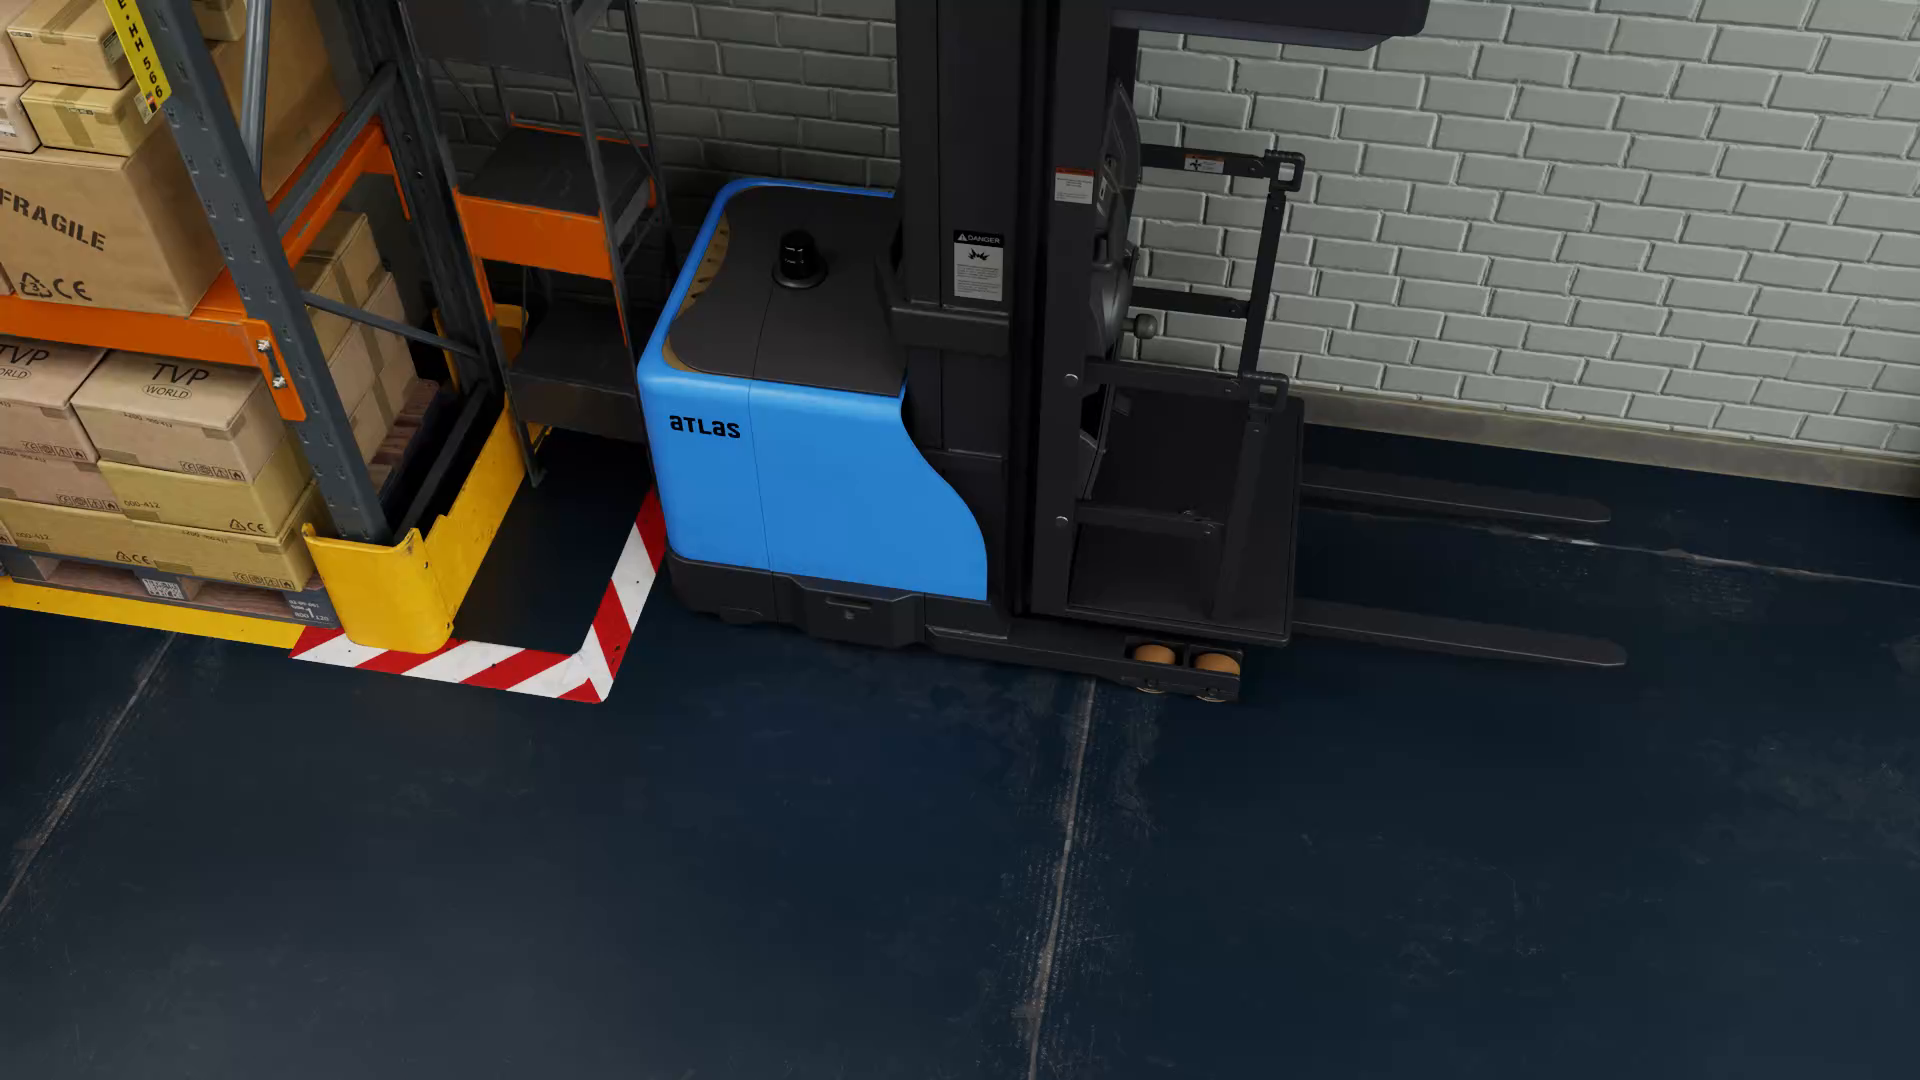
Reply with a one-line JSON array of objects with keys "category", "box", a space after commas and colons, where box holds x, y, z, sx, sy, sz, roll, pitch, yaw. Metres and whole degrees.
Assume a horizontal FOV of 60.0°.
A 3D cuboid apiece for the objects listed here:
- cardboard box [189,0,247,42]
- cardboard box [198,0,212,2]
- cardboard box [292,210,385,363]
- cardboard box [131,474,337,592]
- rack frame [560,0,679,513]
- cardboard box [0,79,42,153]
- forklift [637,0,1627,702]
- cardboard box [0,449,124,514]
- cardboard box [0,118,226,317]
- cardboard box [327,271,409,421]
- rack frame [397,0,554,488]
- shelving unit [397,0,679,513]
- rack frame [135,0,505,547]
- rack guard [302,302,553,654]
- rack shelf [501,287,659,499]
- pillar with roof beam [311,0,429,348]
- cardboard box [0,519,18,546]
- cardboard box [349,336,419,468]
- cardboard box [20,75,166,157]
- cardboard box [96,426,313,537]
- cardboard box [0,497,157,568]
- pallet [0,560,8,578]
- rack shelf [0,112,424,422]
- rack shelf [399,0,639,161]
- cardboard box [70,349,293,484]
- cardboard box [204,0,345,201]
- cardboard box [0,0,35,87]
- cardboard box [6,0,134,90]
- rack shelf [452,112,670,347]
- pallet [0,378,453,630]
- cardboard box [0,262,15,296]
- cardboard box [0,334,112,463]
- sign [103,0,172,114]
[{"category": "cardboard box", "box": [-2.071, -1.562, 4.634, 0.250, 0.149, 0.380, 7, 48, 6]}, {"category": "cardboard box", "box": [-2.076, -1.627, 4.492, 0.250, 0.149, 0.380, 7, 48, 6]}, {"category": "cardboard box", "box": [-2.223, -0.835, 5.377, 0.500, 0.250, 0.500, 7, 48, 6]}, {"category": "cardboard box", "box": [-2.302, -0.129, 5.416, 0.500, 0.250, 0.500, 8, 49, 7]}, {"category": "rack frame", "box": [-0.993, -0.939, 5.181, 0.015, 2.100, 0.400, 11, 49, 10]}, {"category": "cardboard box", "box": [-2.431, -1.180, 4.290, 0.250, 0.149, 0.380, 8, 49, 7]}, {"category": "forklift", "box": [0.618, -0.896, 4.584, 3.031, 2.935, 1.130, 8, 49, 7]}, {"category": "cardboard box", "box": [-2.810, -0.375, 5.301, 0.500, 0.250, 0.500, 7, 48, 6]}, {"category": "cardboard box", "box": [-2.315, -0.983, 4.550, 0.500, 0.500, 0.500, 7, 48, 6]}, {"category": "cardboard box", "box": [-2.209, -0.680, 5.574, 0.500, 0.250, 0.500, 8, 49, 8]}, {"category": "rack frame", "box": [-1.465, -1.031, 5.265, 0.015, 2.100, 0.400, 11, 49, 10]}, {"category": "shelving unit", "box": [-1.229, -0.985, 5.223, 0.503, 2.100, 0.431, 11, 49, 10]}, {"category": "rack frame", "box": [-1.784, -1.077, 4.701, 0.127, 3.000, 1.000, 8, 49, 7]}, {"category": "rack guard", "box": [-1.760, -0.238, 5.628, 0.348, 0.500, 1.175, 8, 49, 7]}, {"category": "rack shelf", "box": [-1.227, -0.508, 5.753, 0.480, 0.518, 0.431, 11, 49, 10]}, {"category": "pillar with roof beam", "box": [-3.074, -0.683, 0.314, 0.400, 9.000, 9.100, 8, 49, 7]}, {"category": "cardboard box", "box": [-3.281, -0.275, 5.546, 0.500, 0.250, 0.500, 8, 49, 7]}, {"category": "cardboard box", "box": [-2.232, -0.506, 5.755, 0.500, 0.250, 0.500, 8, 49, 7]}, {"category": "cardboard box", "box": [-2.175, -1.168, 4.279, 0.250, 0.149, 0.380, 8, 49, 7]}, {"category": "cardboard box", "box": [-2.318, -0.301, 5.234, 0.500, 0.250, 0.500, 7, 48, 6]}, {"category": "cardboard box", "box": [-2.790, -0.202, 5.481, 0.500, 0.250, 0.500, 8, 49, 7]}, {"category": "pallet", "box": [-3.741, -0.379, 5.948, 1.213, 0.211, 1.003, 8, 49, 7]}, {"category": "rack shelf", "box": [-3.752, -1.101, 5.206, 4.000, 0.370, 1.077, 8, 49, 7]}, {"category": "rack shelf", "box": [-1.231, -1.444, 4.712, 0.480, 0.518, 0.431, 11, 49, 10]}, {"category": "cardboard box", "box": [-2.292, -0.465, 5.045, 0.500, 0.250, 0.500, 9, 49, 8]}, {"category": "cardboard box", "box": [-2.222, -1.379, 4.905, 0.500, 0.500, 0.500, 9, 49, 8]}, {"category": "cardboard box", "box": [-2.422, -1.330, 4.225, 0.250, 0.149, 0.380, 8, 49, 7]}, {"category": "cardboard box", "box": [-2.174, -1.320, 4.216, 0.250, 0.149, 0.380, 8, 49, 7]}, {"category": "rack shelf", "box": [-1.229, -0.976, 5.233, 0.480, 0.518, 0.431, 11, 49, 10]}, {"category": "pallet", "box": [-2.544, -0.215, 5.802, 1.213, 0.211, 1.003, 8, 49, 7]}, {"category": "cardboard box", "box": [-2.823, -1.059, 4.617, 0.500, 0.500, 0.500, 9, 49, 8]}, {"category": "cardboard box", "box": [-2.796, -0.528, 5.102, 0.500, 0.250, 0.500, 8, 49, 8]}, {"category": "sign", "box": [-1.894, -1.148, 3.827, 0.005, 0.325, 0.100, 8, 49, 7]}]
